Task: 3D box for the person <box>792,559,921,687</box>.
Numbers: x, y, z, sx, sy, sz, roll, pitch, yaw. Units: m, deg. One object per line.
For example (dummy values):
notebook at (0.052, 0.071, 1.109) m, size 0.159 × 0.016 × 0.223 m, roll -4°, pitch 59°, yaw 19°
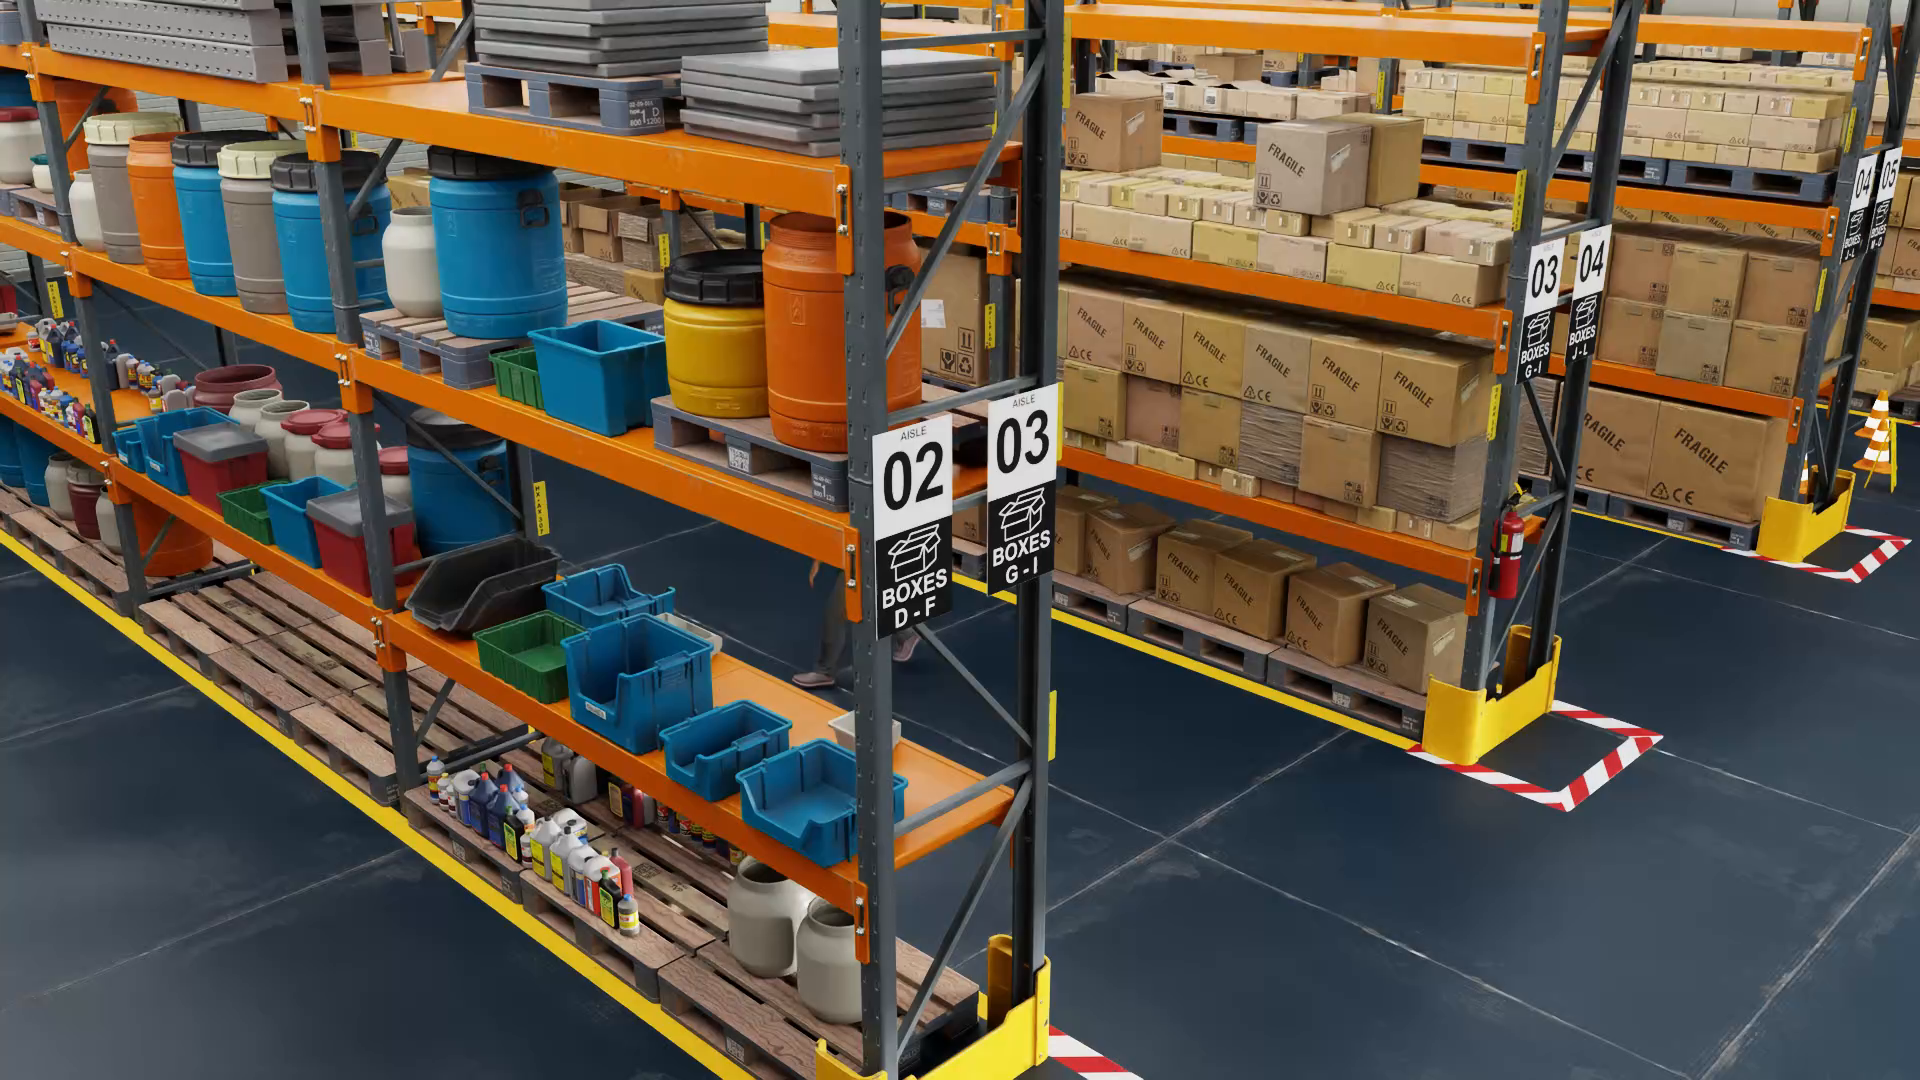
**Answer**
person at (-0.684, 0.176, 11.147) m, size 0.985 × 1.597 × 0.435 m, roll -12°, pitch 24°, yaw -28°
